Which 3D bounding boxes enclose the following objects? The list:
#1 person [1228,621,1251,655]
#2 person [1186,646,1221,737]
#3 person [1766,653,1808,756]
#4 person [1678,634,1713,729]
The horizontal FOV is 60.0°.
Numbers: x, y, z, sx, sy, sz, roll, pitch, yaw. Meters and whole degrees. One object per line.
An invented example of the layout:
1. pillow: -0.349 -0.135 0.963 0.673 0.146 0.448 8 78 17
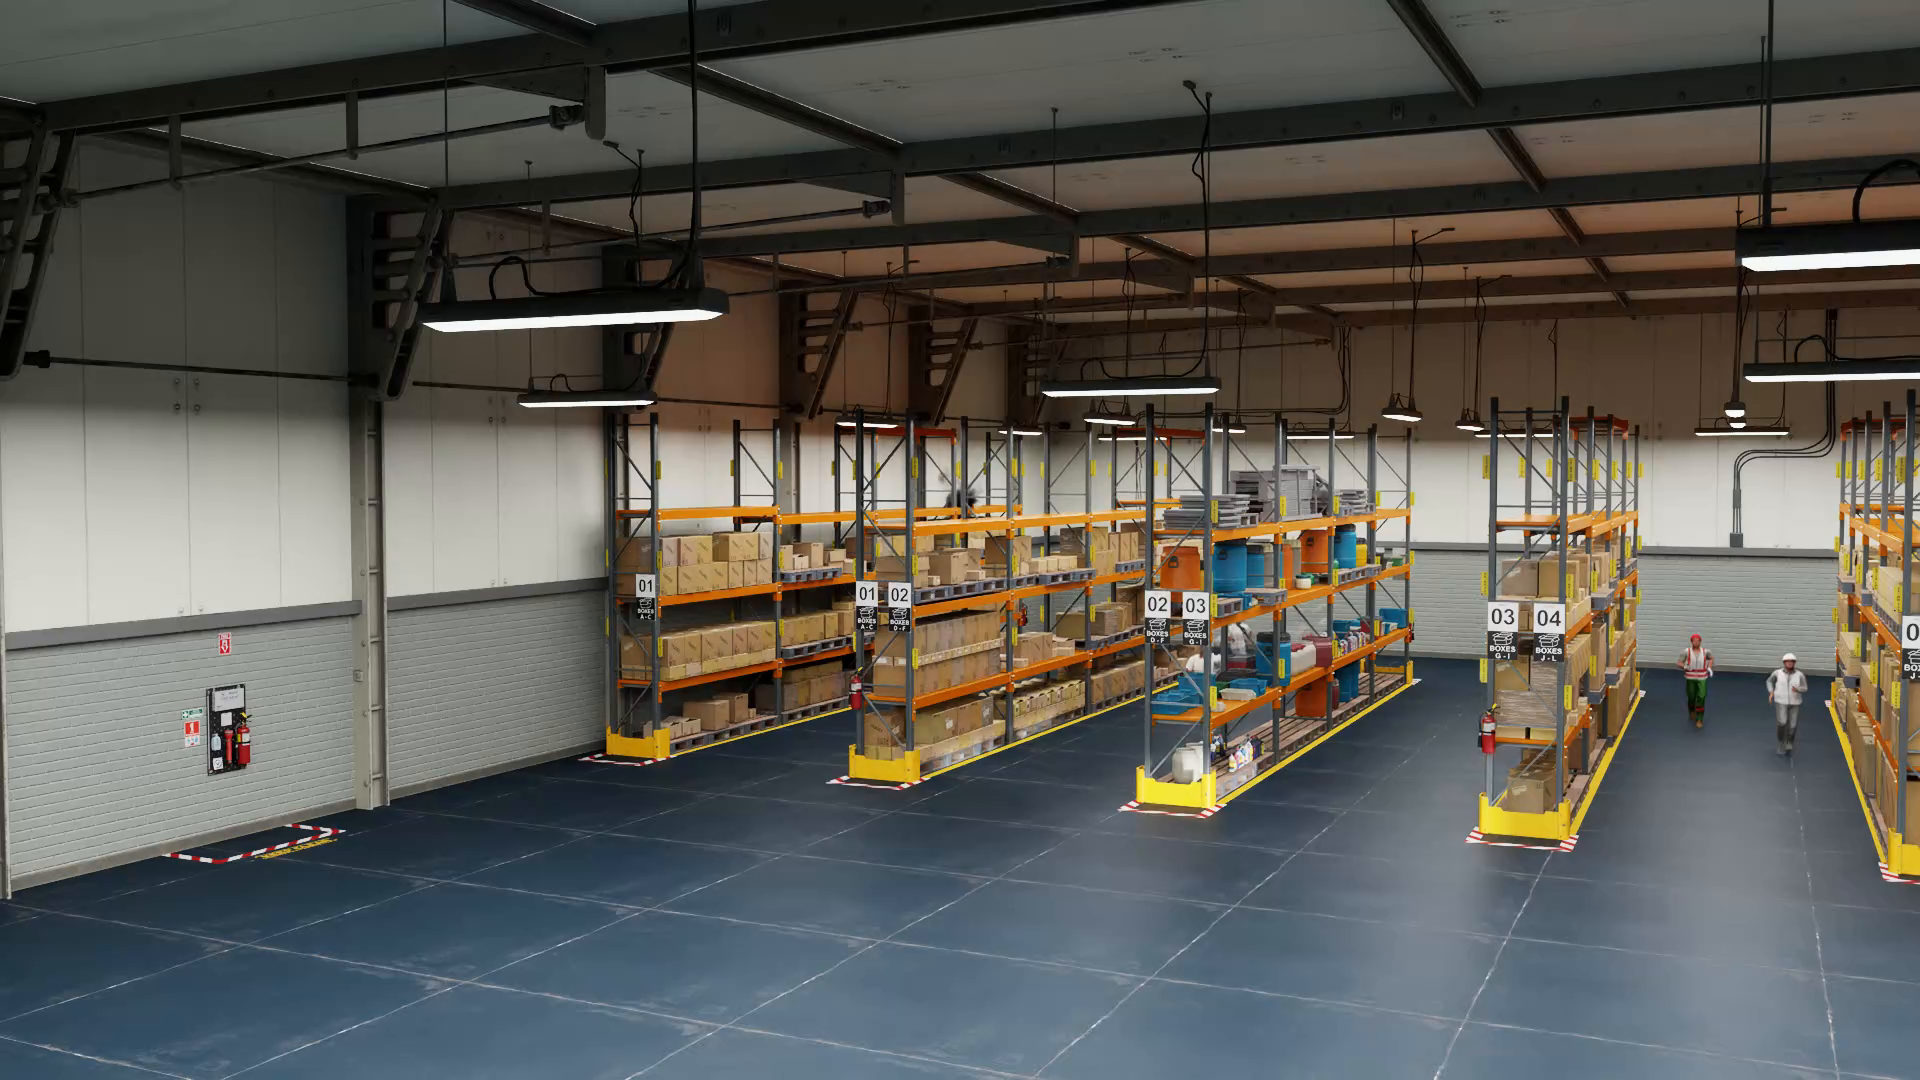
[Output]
1. person: 6.461 2.547 38.617 0.538 1.755 0.790 1 3 21
2. person: 4.592 2.764 31.363 0.701 1.758 0.991 1 3 22
3. person: 14.537 2.894 29.206 0.625 1.811 0.730 1 3 18
4. person: 14.354 2.726 32.450 0.653 1.799 0.987 1 3 21
